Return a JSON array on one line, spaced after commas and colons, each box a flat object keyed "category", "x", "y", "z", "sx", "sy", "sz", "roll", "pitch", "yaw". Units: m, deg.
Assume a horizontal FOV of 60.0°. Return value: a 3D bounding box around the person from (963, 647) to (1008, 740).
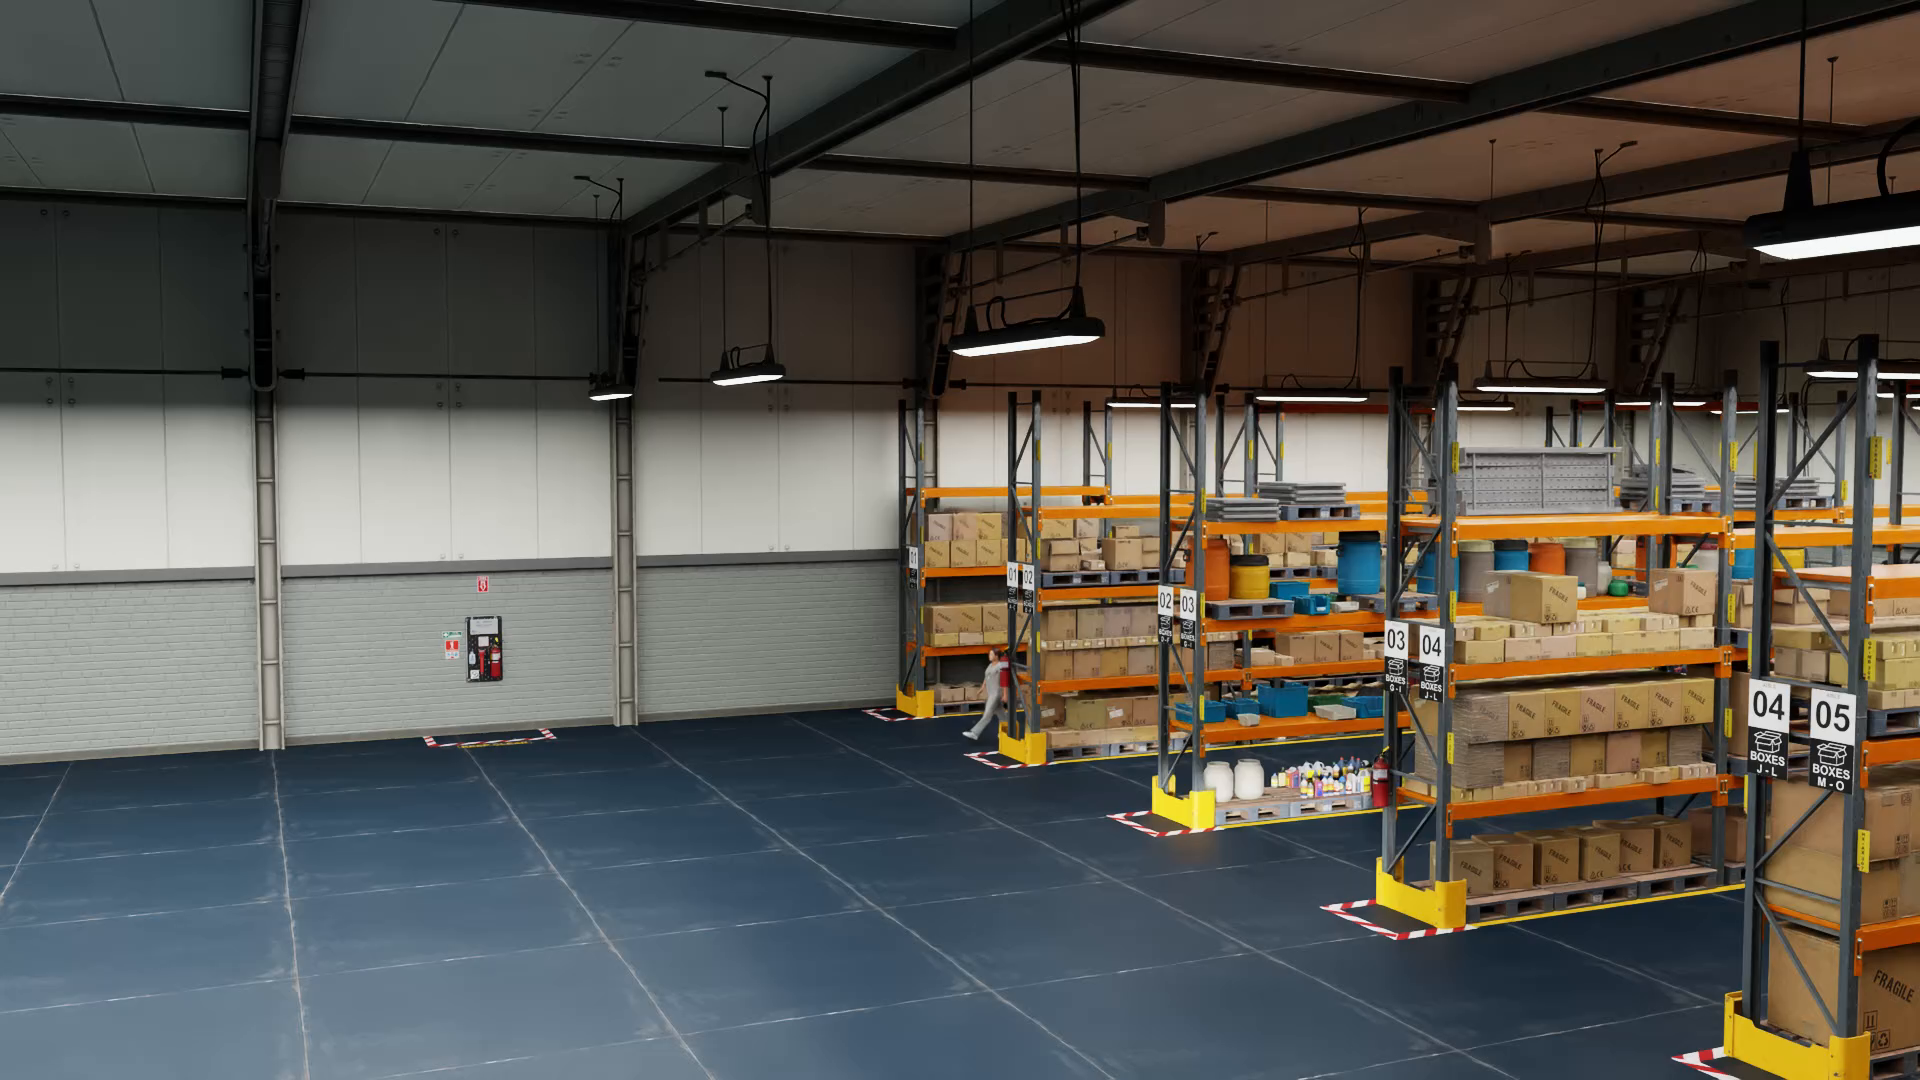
[{"category": "person", "x": 0.497, "y": 2.656, "z": 28.702, "sx": 1.065, "sy": 1.610, "sz": 0.453, "roll": -1, "pitch": 4, "yaw": -18}]
